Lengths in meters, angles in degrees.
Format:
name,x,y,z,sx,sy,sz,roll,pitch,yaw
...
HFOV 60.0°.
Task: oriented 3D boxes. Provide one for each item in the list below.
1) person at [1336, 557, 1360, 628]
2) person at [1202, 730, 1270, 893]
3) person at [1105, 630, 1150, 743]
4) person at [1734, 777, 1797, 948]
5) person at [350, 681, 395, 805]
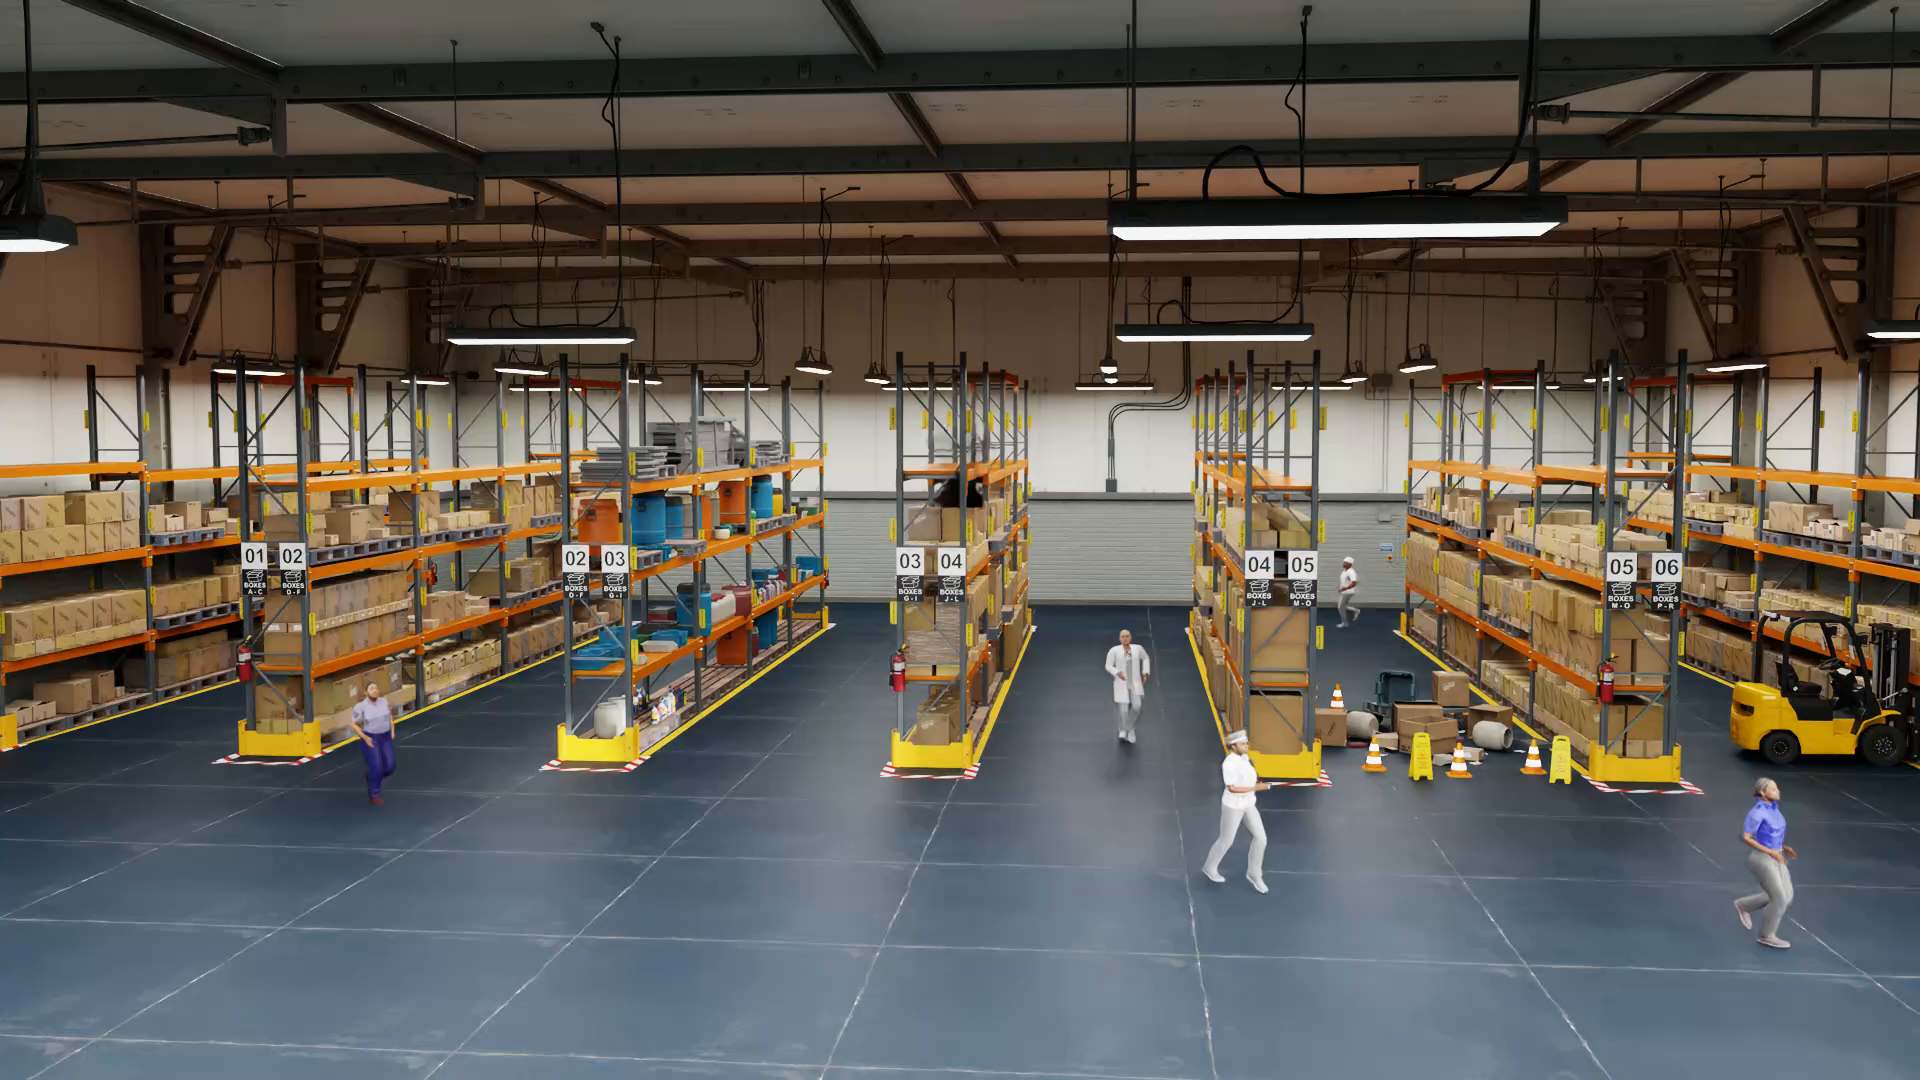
name,x,y,z,sx,sy,sz,roll,pitch,yaw
person,9.475,1.276,40.458,0.607,1.724,0.702,0,4,1
person,2.982,2.891,17.813,0.546,1.757,0.782,-4,6,-45
person,2.628,2.289,26.017,0.719,1.770,0.741,0,4,-1
person,7.698,3.073,15.926,0.574,1.592,0.566,-4,5,-42
person,-7.701,2.658,21.860,0.521,1.617,0.603,3,5,40
